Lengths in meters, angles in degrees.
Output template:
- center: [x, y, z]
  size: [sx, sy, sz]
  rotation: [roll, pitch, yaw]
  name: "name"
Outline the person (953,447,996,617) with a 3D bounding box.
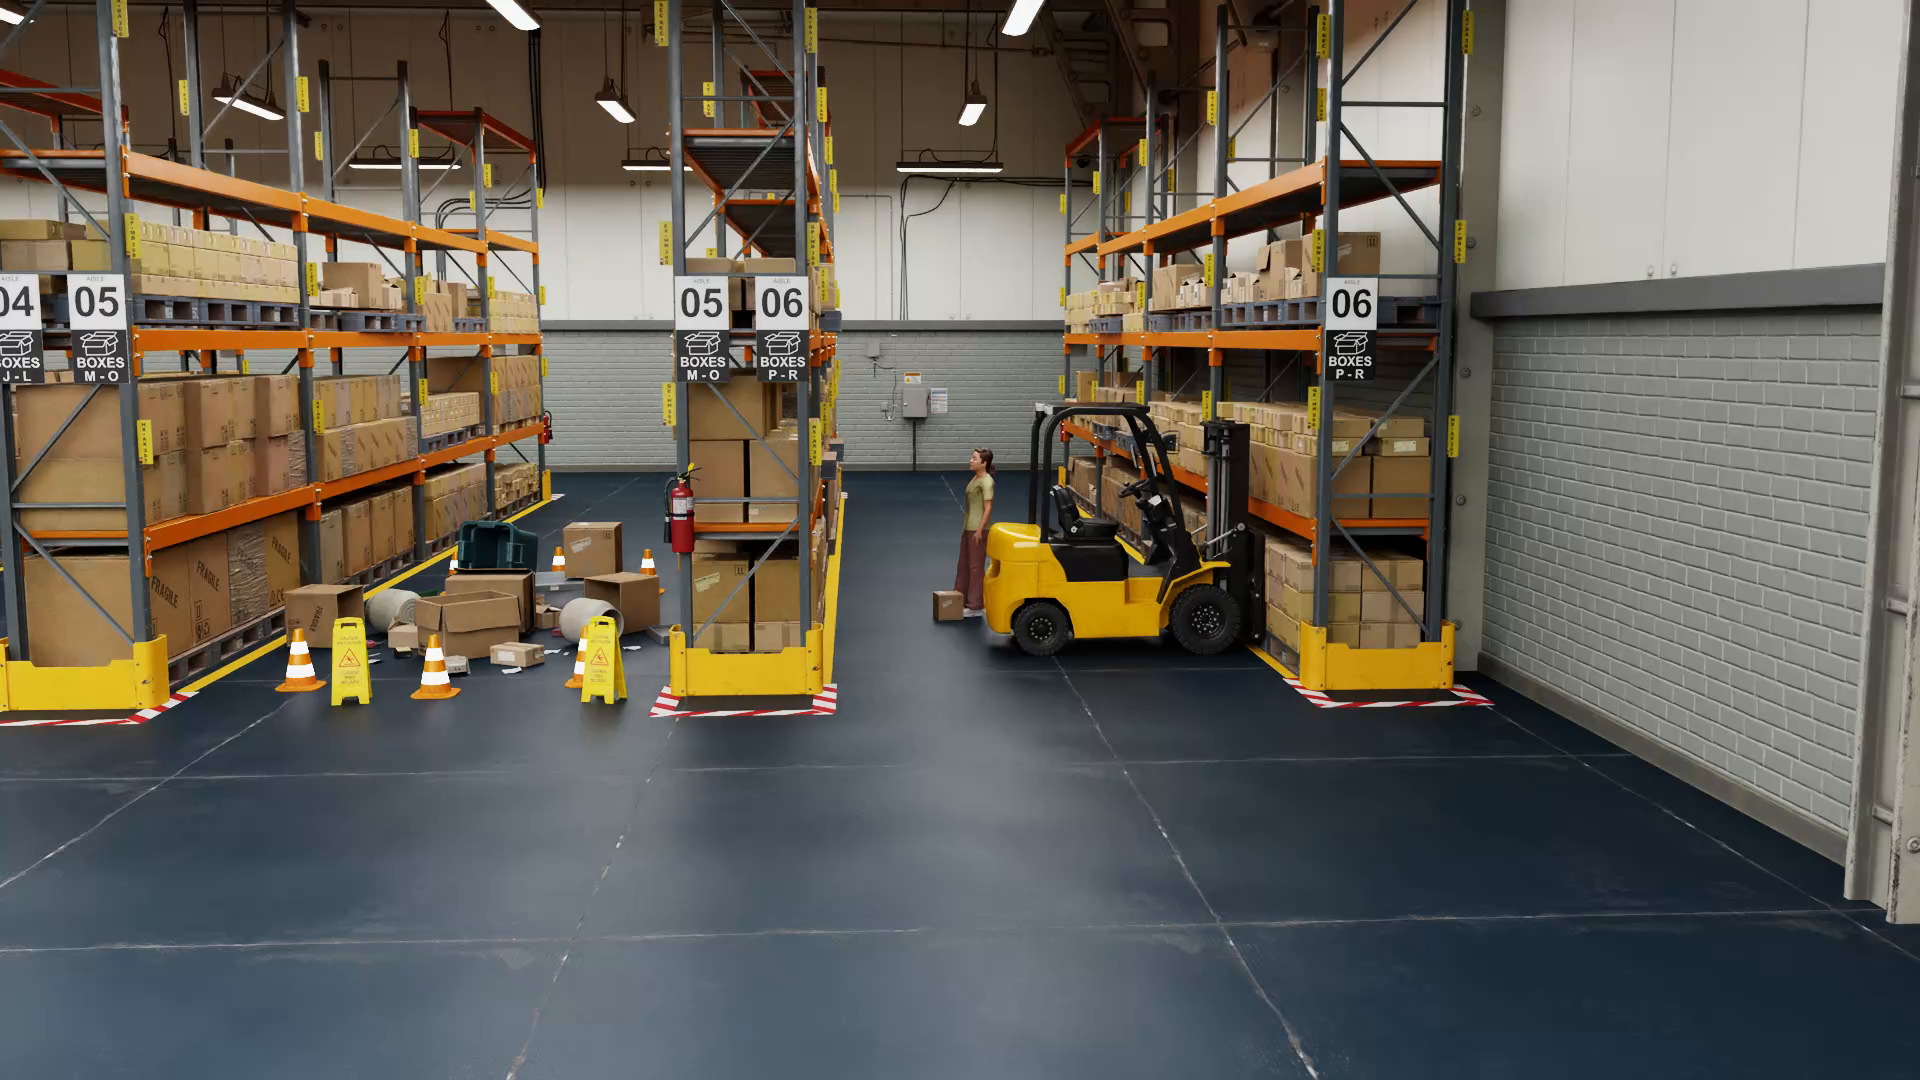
- center: [0.089, -0.081, 16.342]
  size: [0.549, 1.676, 0.554]
  rotation: [-1, 7, -11]
  name: "person"
